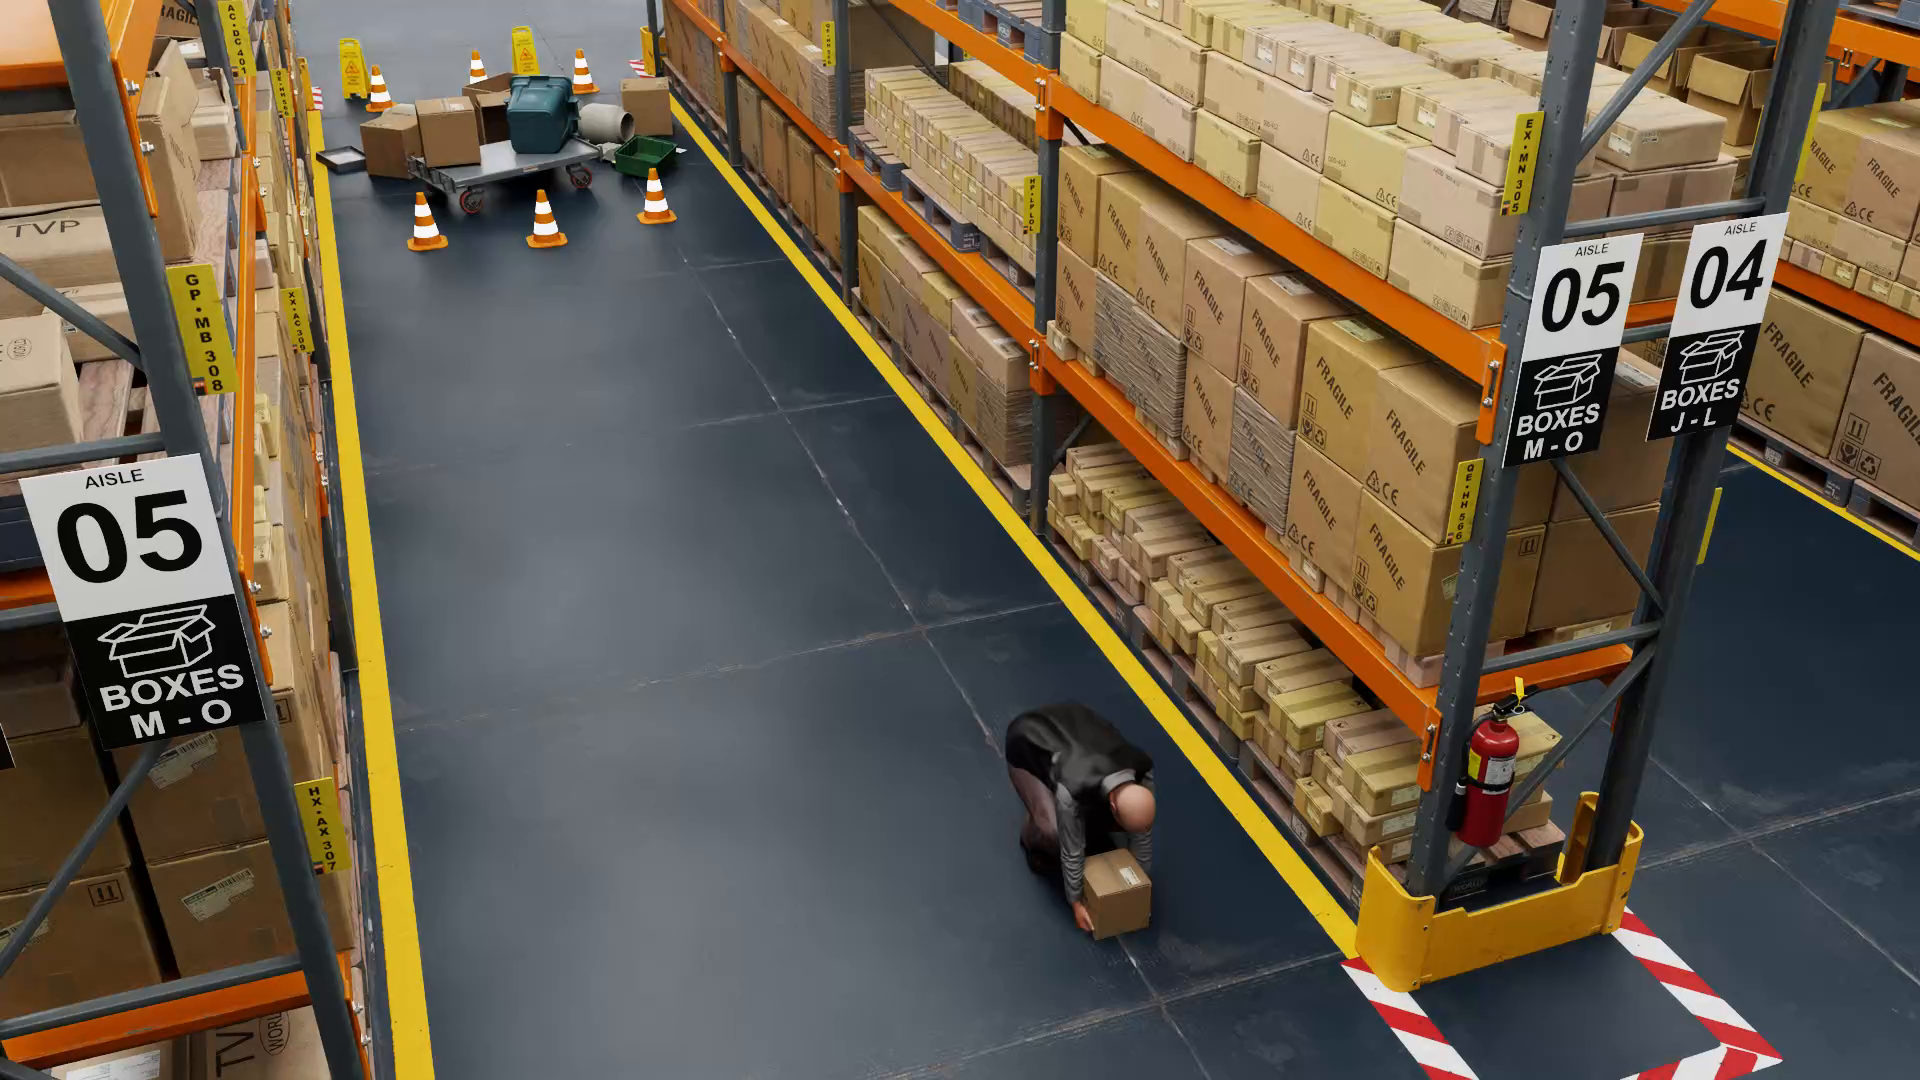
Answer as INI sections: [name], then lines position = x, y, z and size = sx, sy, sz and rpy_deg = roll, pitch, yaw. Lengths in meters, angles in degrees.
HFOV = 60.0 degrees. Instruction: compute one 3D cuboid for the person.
[person]
position = 0.552, 1.115, 7.280
size = 0.520, 0.890, 0.951
rpy_deg = -12, 32, -20
